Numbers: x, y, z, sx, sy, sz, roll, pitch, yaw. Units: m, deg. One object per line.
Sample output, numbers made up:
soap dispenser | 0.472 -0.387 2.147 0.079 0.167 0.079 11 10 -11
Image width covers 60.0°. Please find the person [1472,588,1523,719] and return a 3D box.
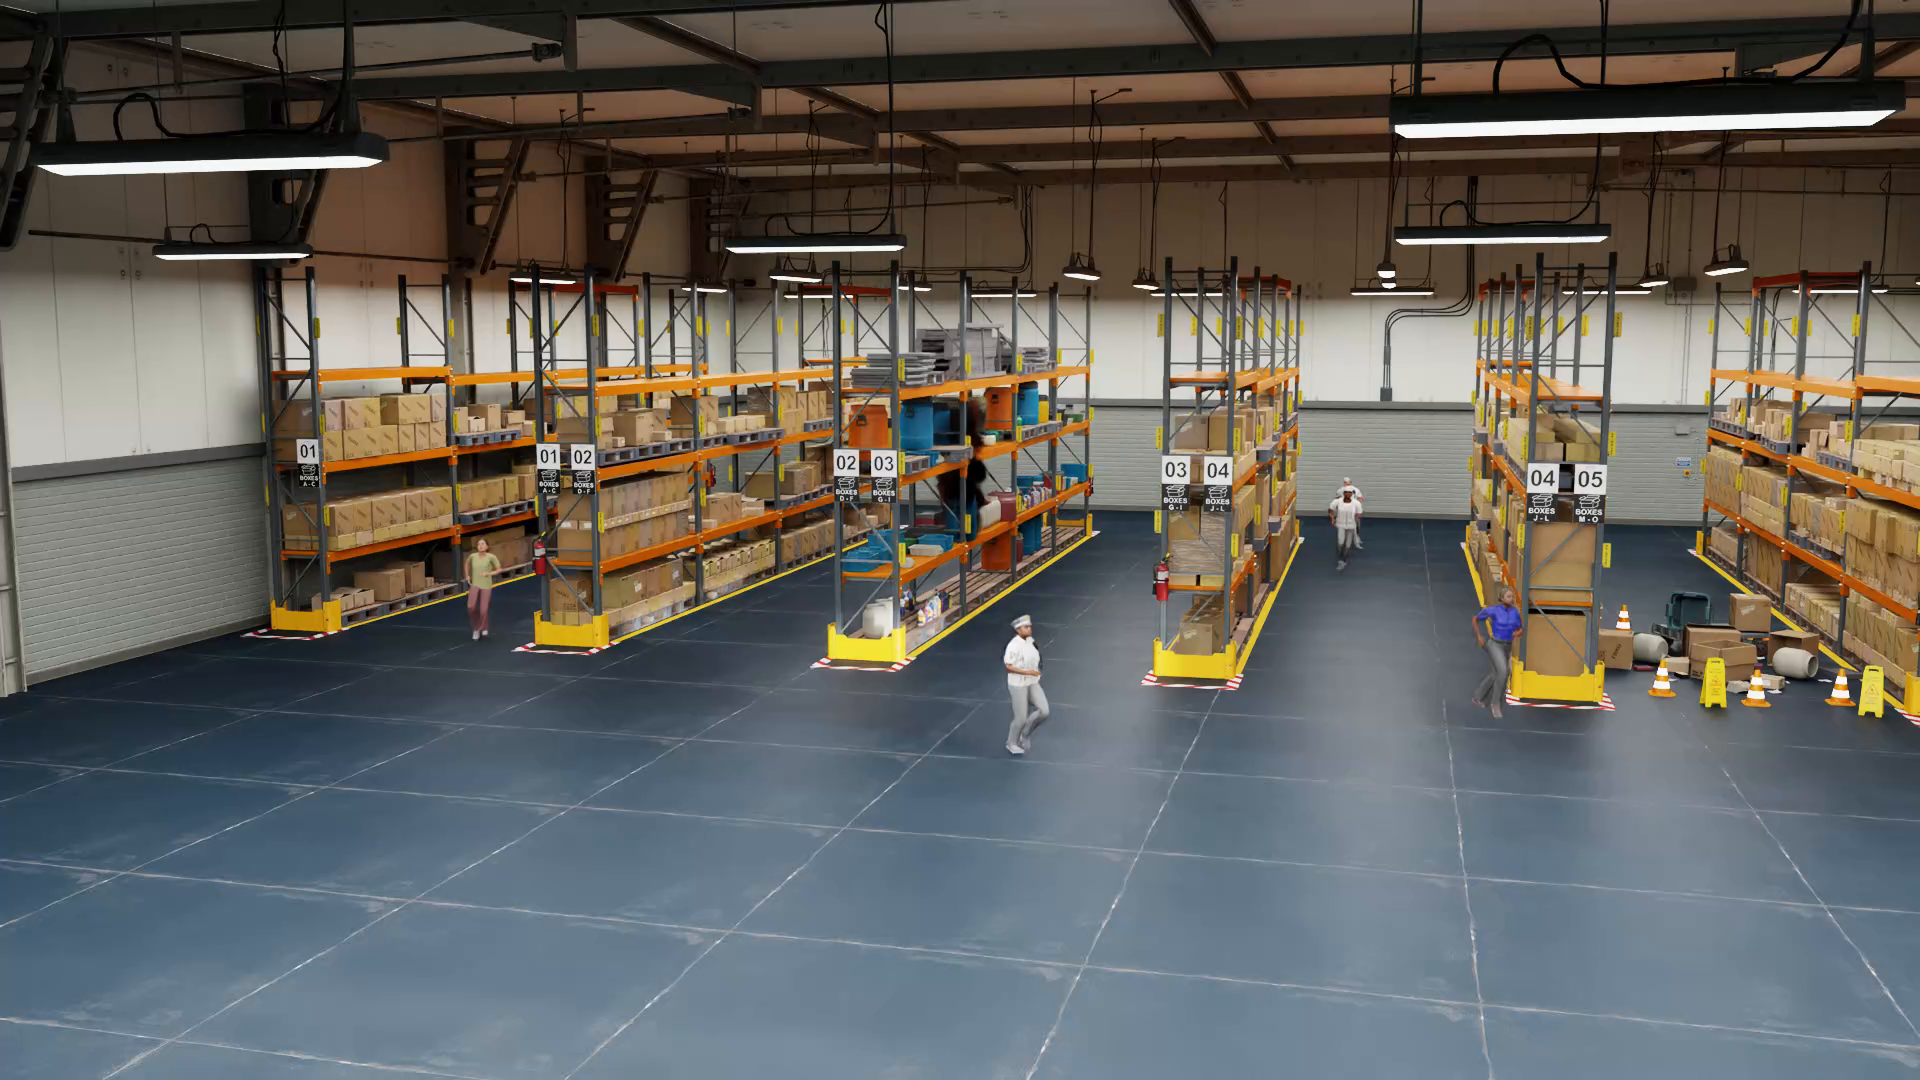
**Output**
person | 7.026 1.464 21.722 0.610 1.691 0.656 -4 8 -30

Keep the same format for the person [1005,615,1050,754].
person | 0.781 1.697 19.518 0.576 1.672 0.630 7 10 43

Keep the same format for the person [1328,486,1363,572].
person | 7.995 -0.228 34.450 0.672 1.803 0.739 1 7 5

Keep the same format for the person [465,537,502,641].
person | -7.703 0.783 26.833 0.634 1.662 0.651 0 7 -1

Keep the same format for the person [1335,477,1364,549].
person | 8.974 -0.644 38.261 0.651 1.623 0.941 1 7 5
